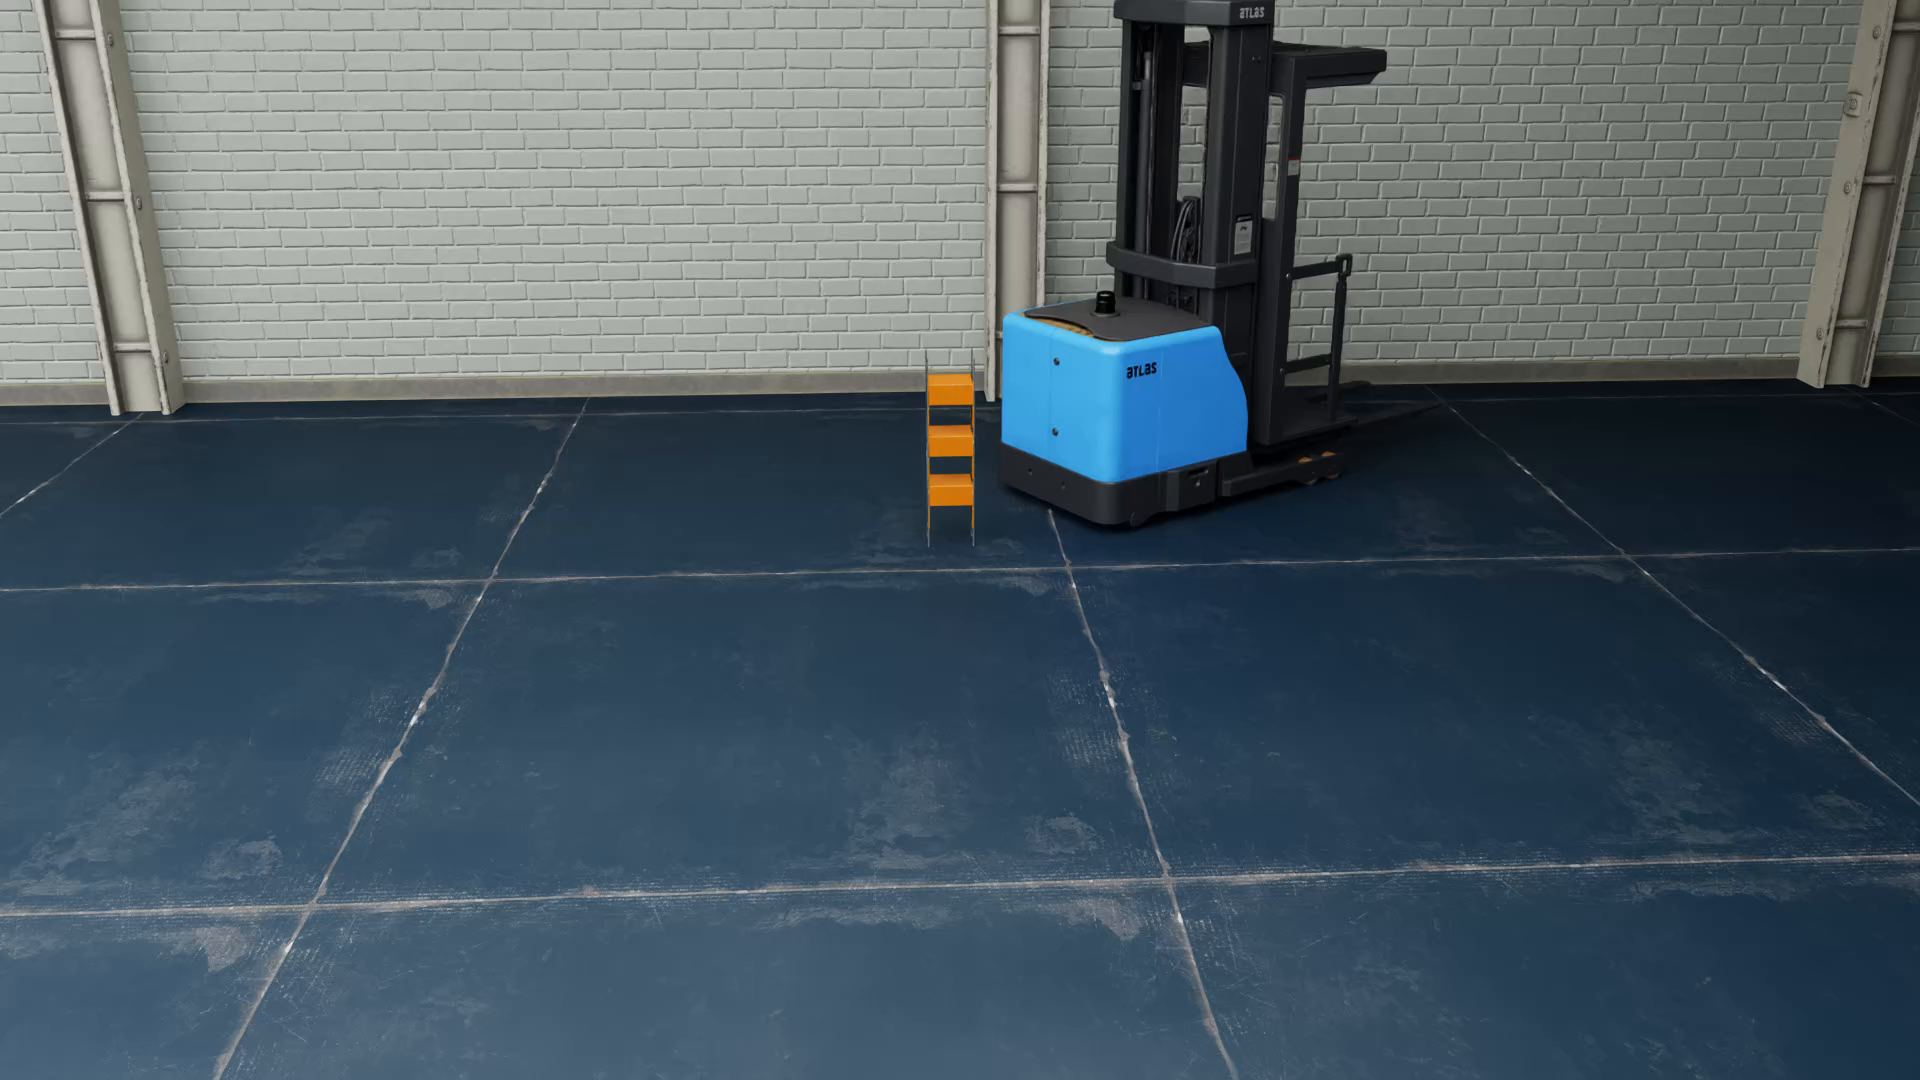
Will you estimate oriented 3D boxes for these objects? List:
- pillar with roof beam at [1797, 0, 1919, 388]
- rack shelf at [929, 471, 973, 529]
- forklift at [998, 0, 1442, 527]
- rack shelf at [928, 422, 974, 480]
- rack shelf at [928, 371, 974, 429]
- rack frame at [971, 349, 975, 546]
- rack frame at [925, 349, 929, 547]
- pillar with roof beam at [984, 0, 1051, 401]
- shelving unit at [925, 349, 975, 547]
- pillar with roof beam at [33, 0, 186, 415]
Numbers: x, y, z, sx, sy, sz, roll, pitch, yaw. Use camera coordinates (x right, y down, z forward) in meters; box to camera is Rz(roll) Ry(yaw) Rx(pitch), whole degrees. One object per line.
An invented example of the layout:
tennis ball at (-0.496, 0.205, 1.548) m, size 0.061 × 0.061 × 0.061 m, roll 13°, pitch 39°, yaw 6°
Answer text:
pillar with roof beam at (6.615, -3.831, 6.537) m, size 0.400 × 9.000 × 9.100 m, roll -1°, pitch 21°, yaw -3°
rack shelf at (-0.053, -0.220, 9.034) m, size 0.240 × 0.259 × 0.215 m, roll -1°, pitch 21°, yaw -3°
forklift at (1.722, -1.836, 9.824) m, size 3.031 × 2.935 × 1.130 m, roll -14°, pitch 25°, yaw -33°
rack shelf at (-0.053, -0.480, 8.935) m, size 0.240 × 0.259 × 0.215 m, roll -1°, pitch 21°, yaw -3°
rack shelf at (-0.053, -0.745, 8.834) m, size 0.240 × 0.259 × 0.215 m, roll -1°, pitch 21°, yaw -3°
rack frame at (0.068, -0.492, 8.938) m, size 0.008 × 1.050 × 0.200 m, roll -1°, pitch 21°, yaw -3°
rack frame at (-0.175, -0.487, 8.925) m, size 0.008 × 1.050 × 0.200 m, roll -1°, pitch 21°, yaw -3°
pillar with roof beam at (0.625, -3.710, 6.217) m, size 0.400 × 9.000 × 9.100 m, roll -1°, pitch 21°, yaw -3°
shelving unit at (-0.053, -0.490, 8.931) m, size 0.252 × 1.050 × 0.215 m, roll -1°, pitch 21°, yaw -3°
pillar with roof beam at (-5.365, -3.588, 5.897) m, size 0.400 × 9.000 × 9.100 m, roll -1°, pitch 21°, yaw -3°
